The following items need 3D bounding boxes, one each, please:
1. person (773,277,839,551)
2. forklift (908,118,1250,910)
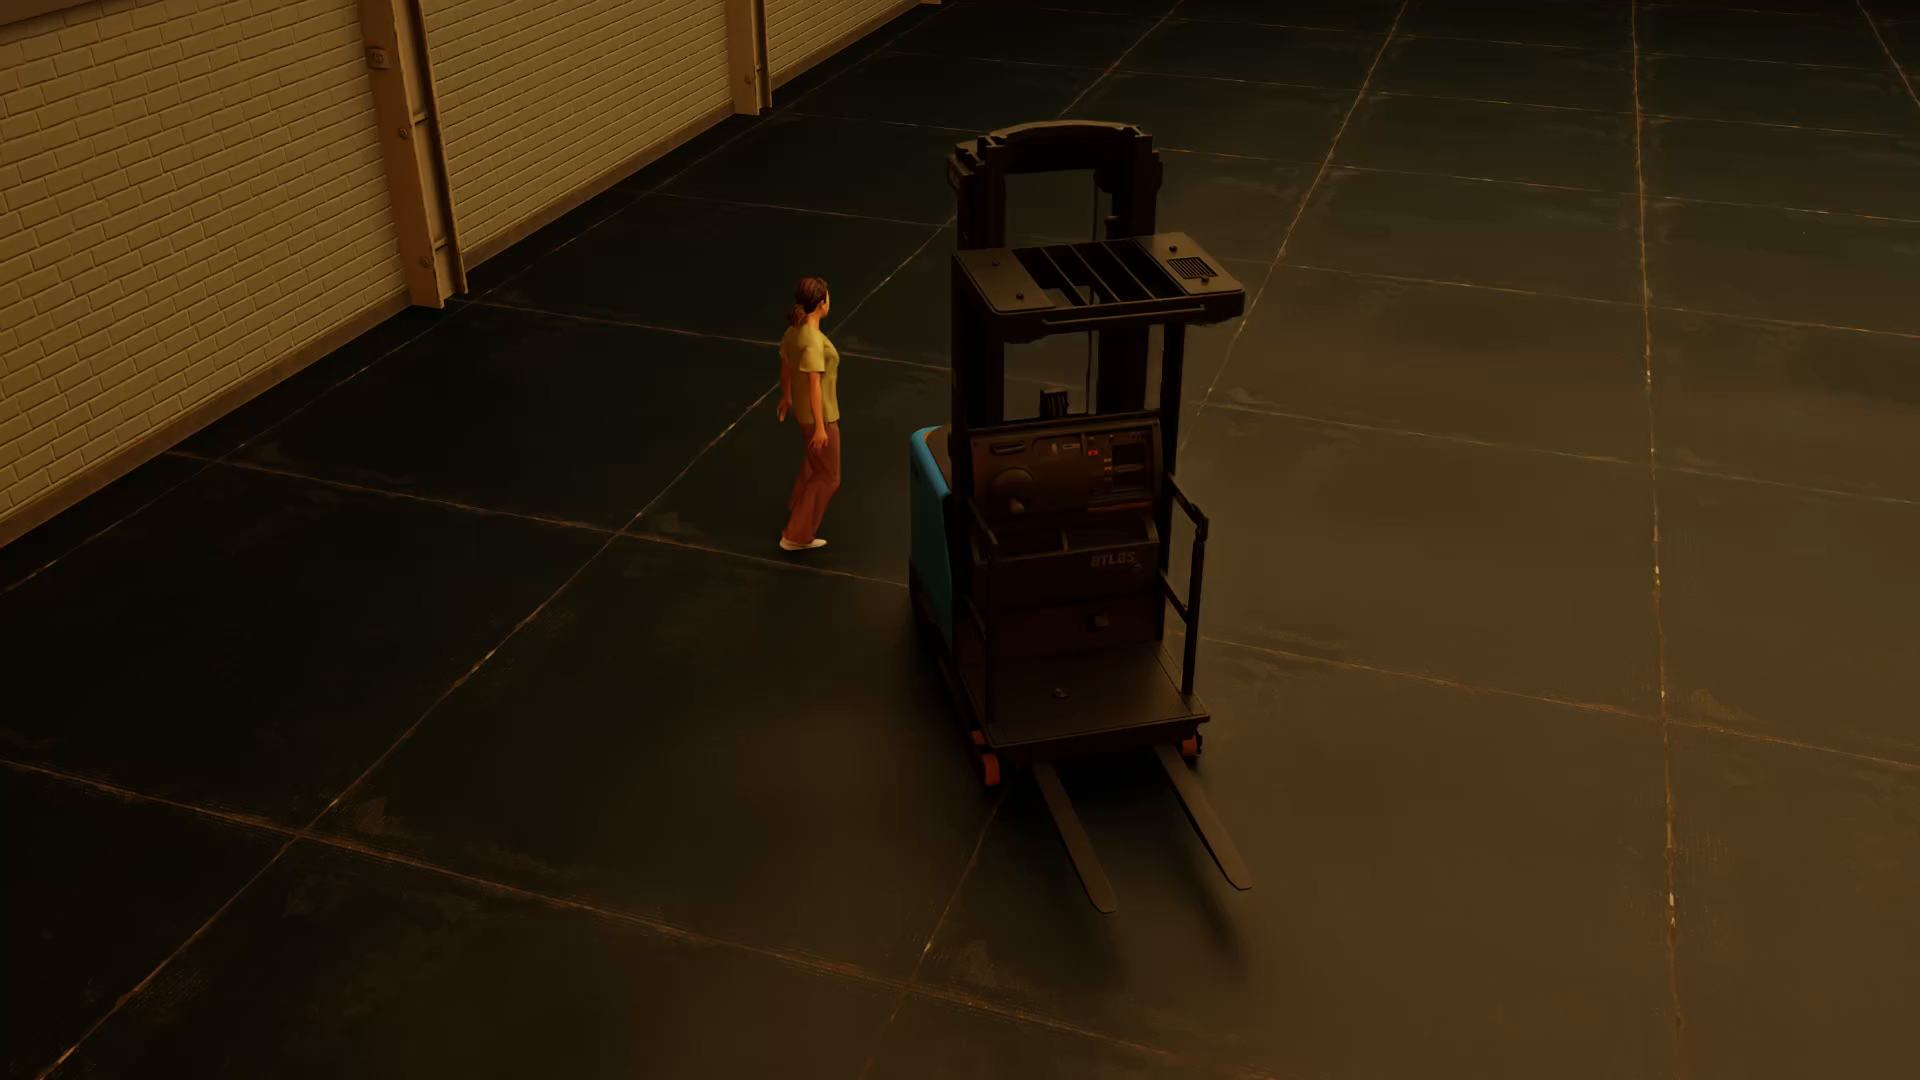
[{"bbox_3d":[-0.916,-0.724,9.774,0.443,1.648,0.814,-9,31,-16],"label":"person"},{"bbox_3d":[0.552,-0.305,7.672,1.130,2.935,3.031,-7,30,-12],"label":"forklift"}]
